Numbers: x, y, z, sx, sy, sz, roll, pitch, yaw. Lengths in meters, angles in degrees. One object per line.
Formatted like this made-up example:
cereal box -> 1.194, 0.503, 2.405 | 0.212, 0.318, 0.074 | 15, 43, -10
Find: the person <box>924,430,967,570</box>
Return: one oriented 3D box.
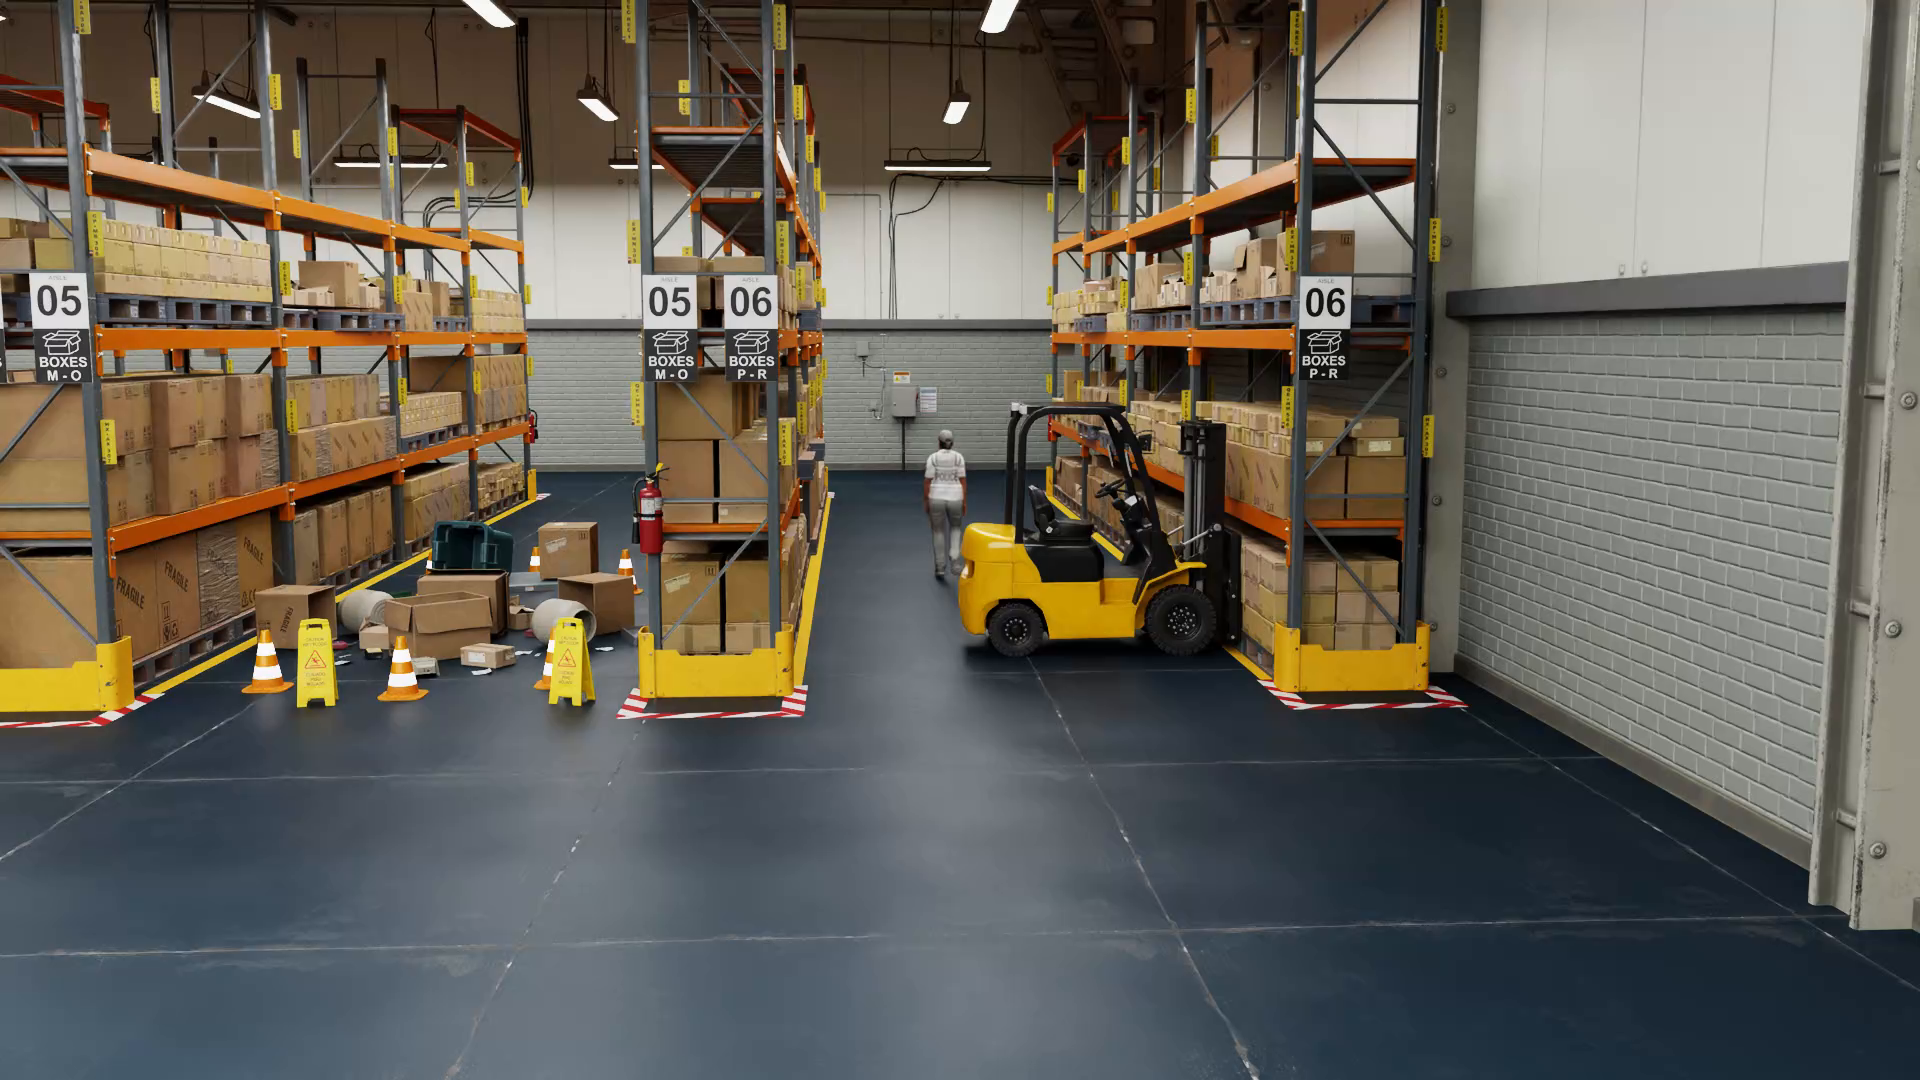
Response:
person -> -0.184, -0.472, 19.050 | 0.485, 1.582, 0.468 | -1, 7, -11
